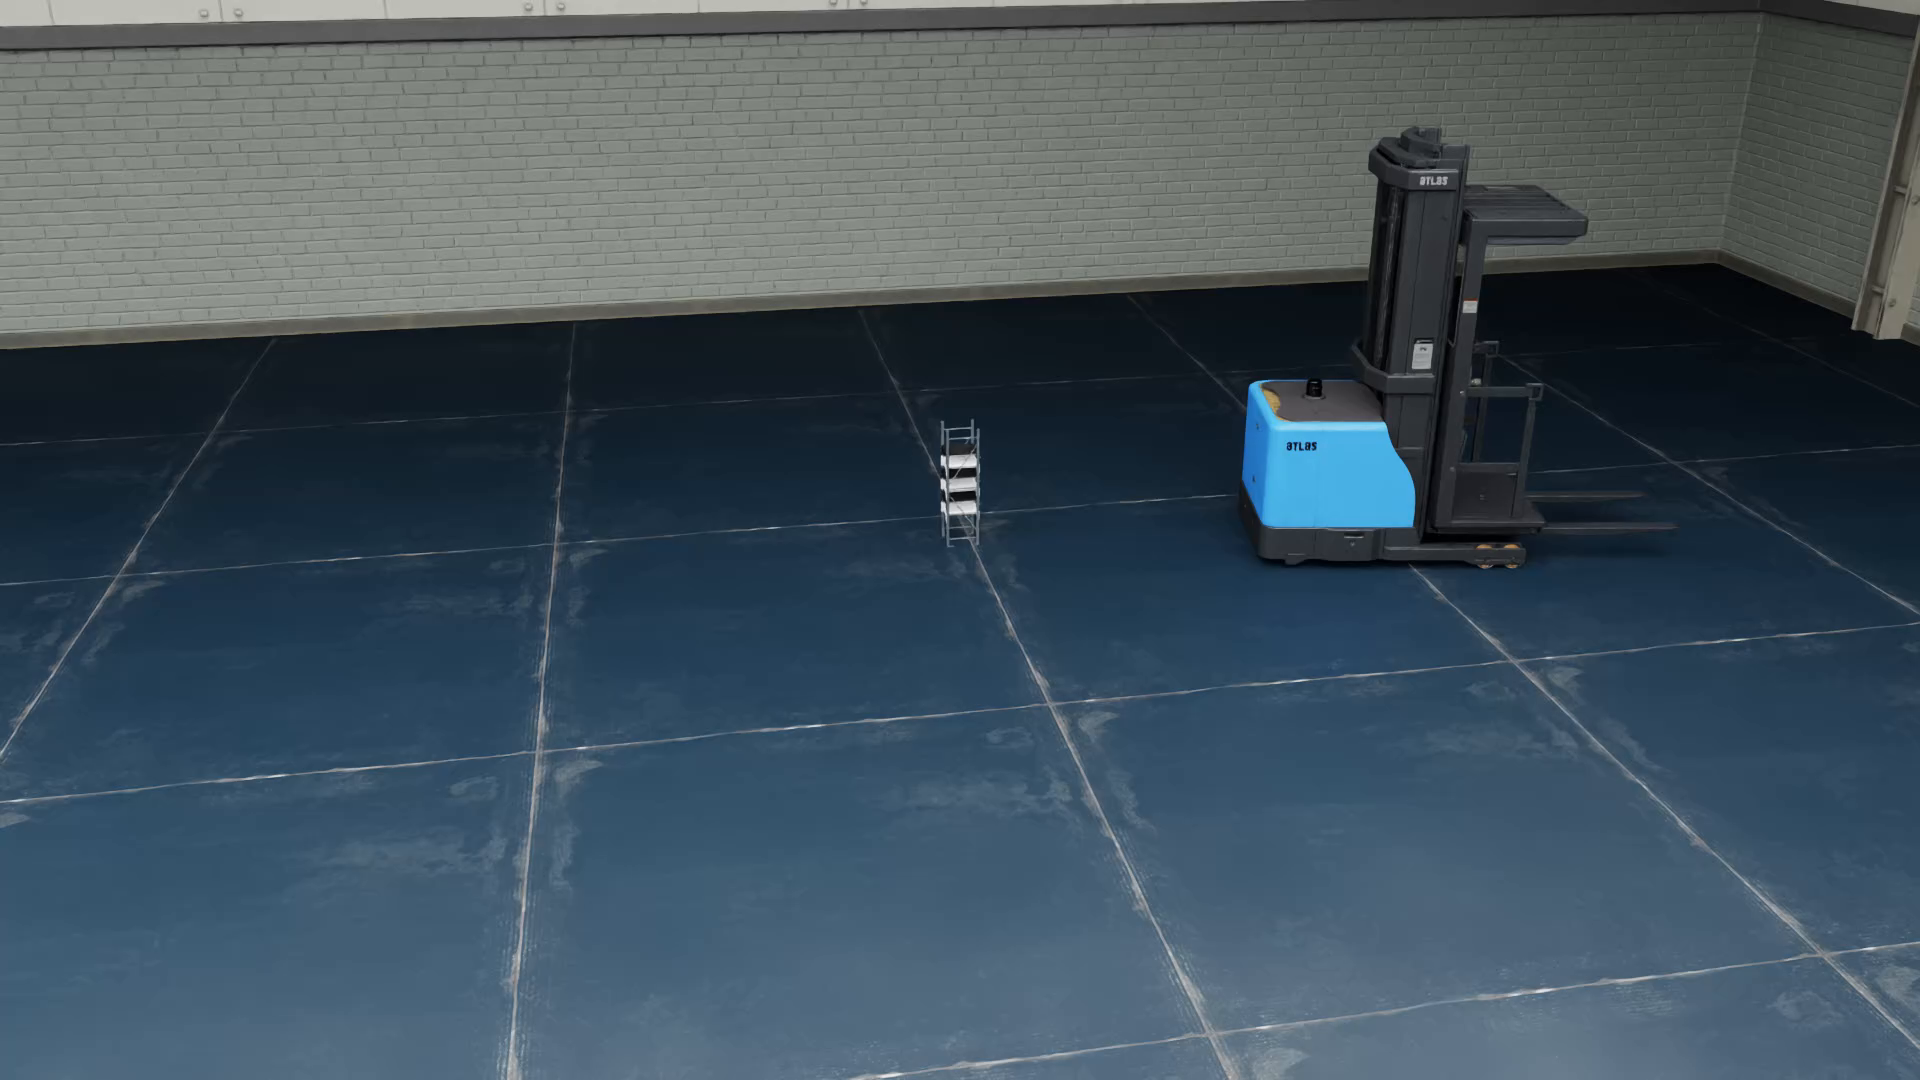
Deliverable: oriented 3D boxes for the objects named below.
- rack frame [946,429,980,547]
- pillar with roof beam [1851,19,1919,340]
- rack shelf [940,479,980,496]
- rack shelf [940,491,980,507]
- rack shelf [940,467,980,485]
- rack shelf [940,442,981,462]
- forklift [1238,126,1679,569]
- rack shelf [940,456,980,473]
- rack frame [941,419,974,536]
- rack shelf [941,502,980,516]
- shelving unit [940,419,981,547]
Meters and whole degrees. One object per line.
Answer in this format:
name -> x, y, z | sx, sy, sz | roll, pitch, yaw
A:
rack frame -> 0.020, -0.369, 11.971 | 0.240, 0.900, 0.006 | -4, 24, -10
pillar with roof beam -> 5.206, -5.932, 14.588 | 9.100, 9.000, 0.400 | -4, 24, -10
rack shelf -> 0.001, -0.379, 12.076 | 0.258, 0.077, 0.200 | -4, 24, -10
rack shelf -> 0.001, -0.296, 12.112 | 0.258, 0.077, 0.200 | -4, 24, -10
rack shelf -> 0.001, -0.461, 12.040 | 0.258, 0.077, 0.200 | -4, 24, -10
rack shelf -> 0.001, -0.626, 11.968 | 0.258, 0.077, 0.200 | -4, 24, -10
forklift -> 3.630, -1.355, 11.690 | 3.031, 2.935, 1.130 | 0, 24, 0
rack shelf -> 0.001, -0.544, 12.004 | 0.258, 0.077, 0.200 | -4, 24, -10
rack frame -> -0.017, -0.449, 12.154 | 0.240, 0.900, 0.006 | -4, 24, -10
rack shelf -> 0.001, -0.214, 12.148 | 0.258, 0.077, 0.200 | -4, 24, -10
shelving unit -> 0.001, -0.409, 12.063 | 0.258, 0.900, 0.210 | -4, 24, -10
